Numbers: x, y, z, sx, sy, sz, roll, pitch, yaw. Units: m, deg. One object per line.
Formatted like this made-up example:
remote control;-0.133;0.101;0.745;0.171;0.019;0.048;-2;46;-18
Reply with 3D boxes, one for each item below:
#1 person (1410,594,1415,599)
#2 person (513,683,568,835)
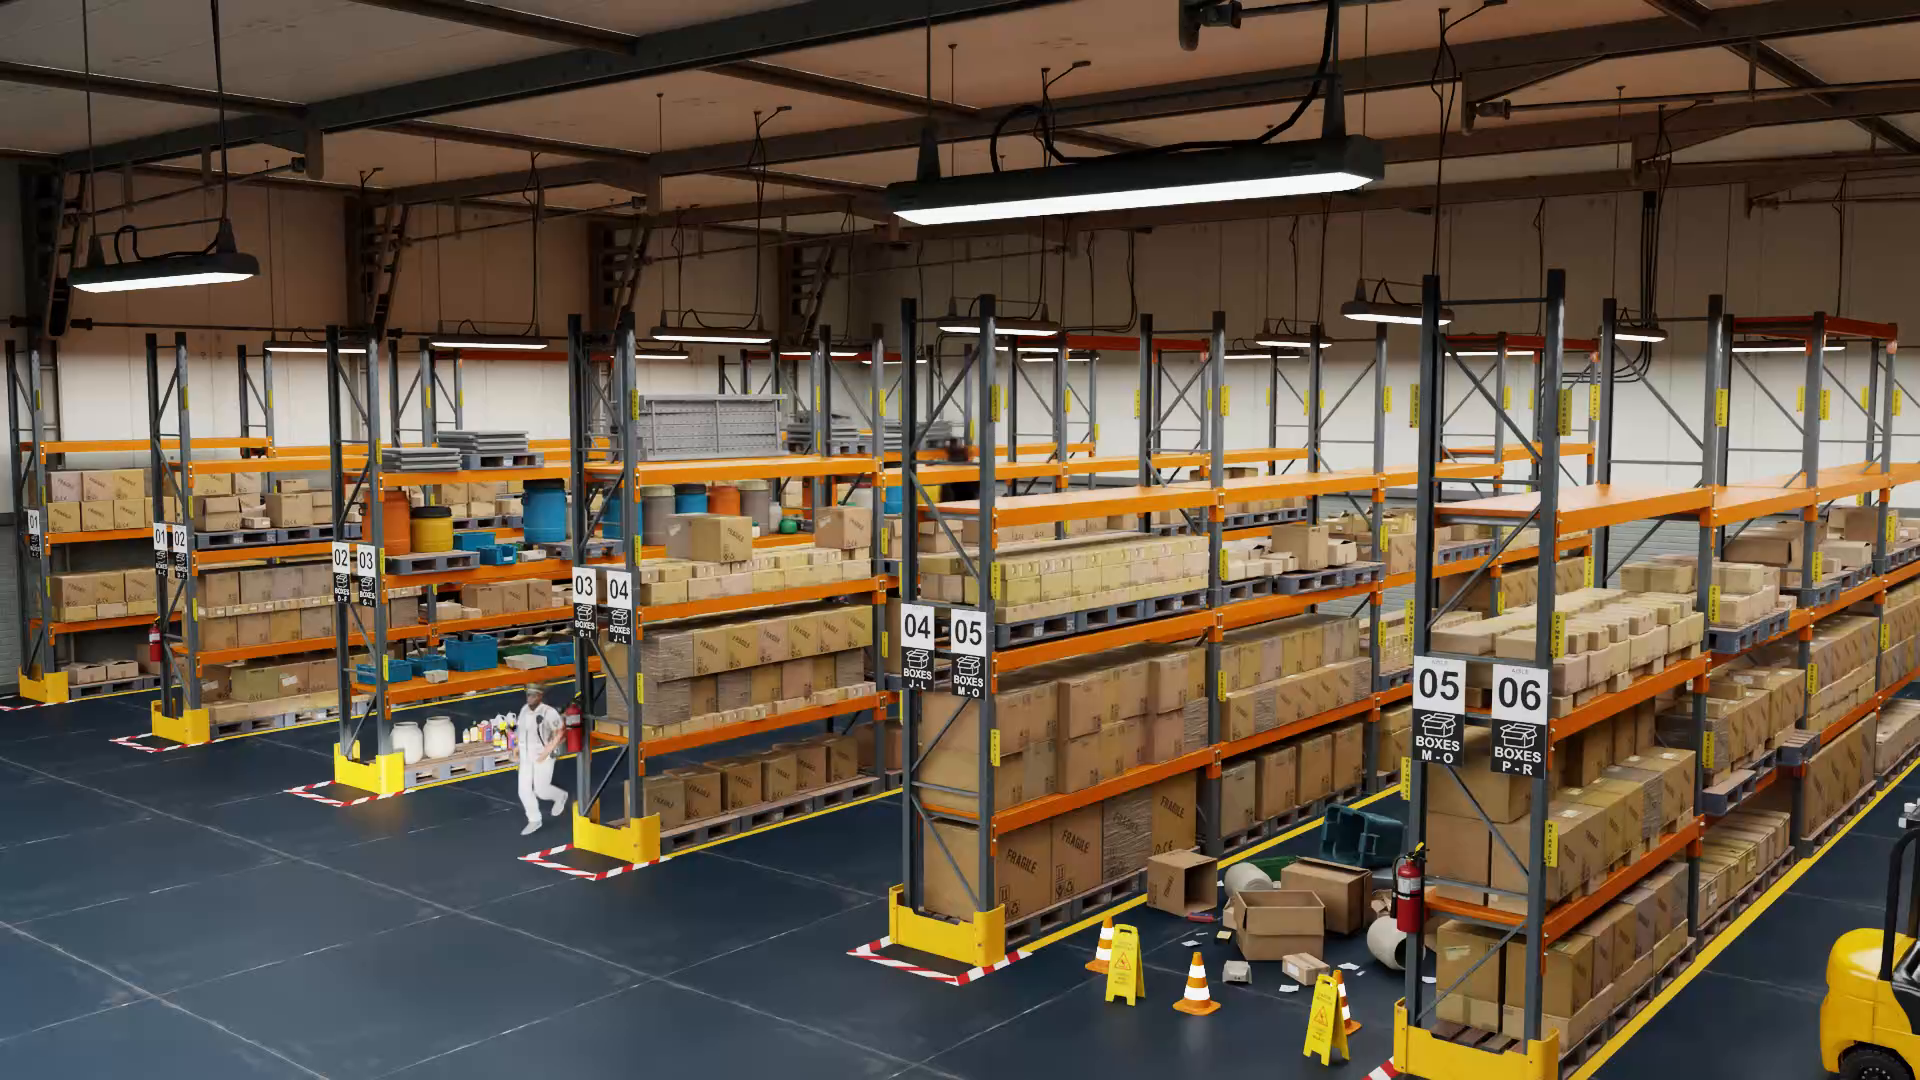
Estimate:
person;7.561;1.795;27.636;0.678;1.836;0.809;4;7;39
person;-4.963;2.537;19.661;0.668;1.767;0.738;2;5;20
